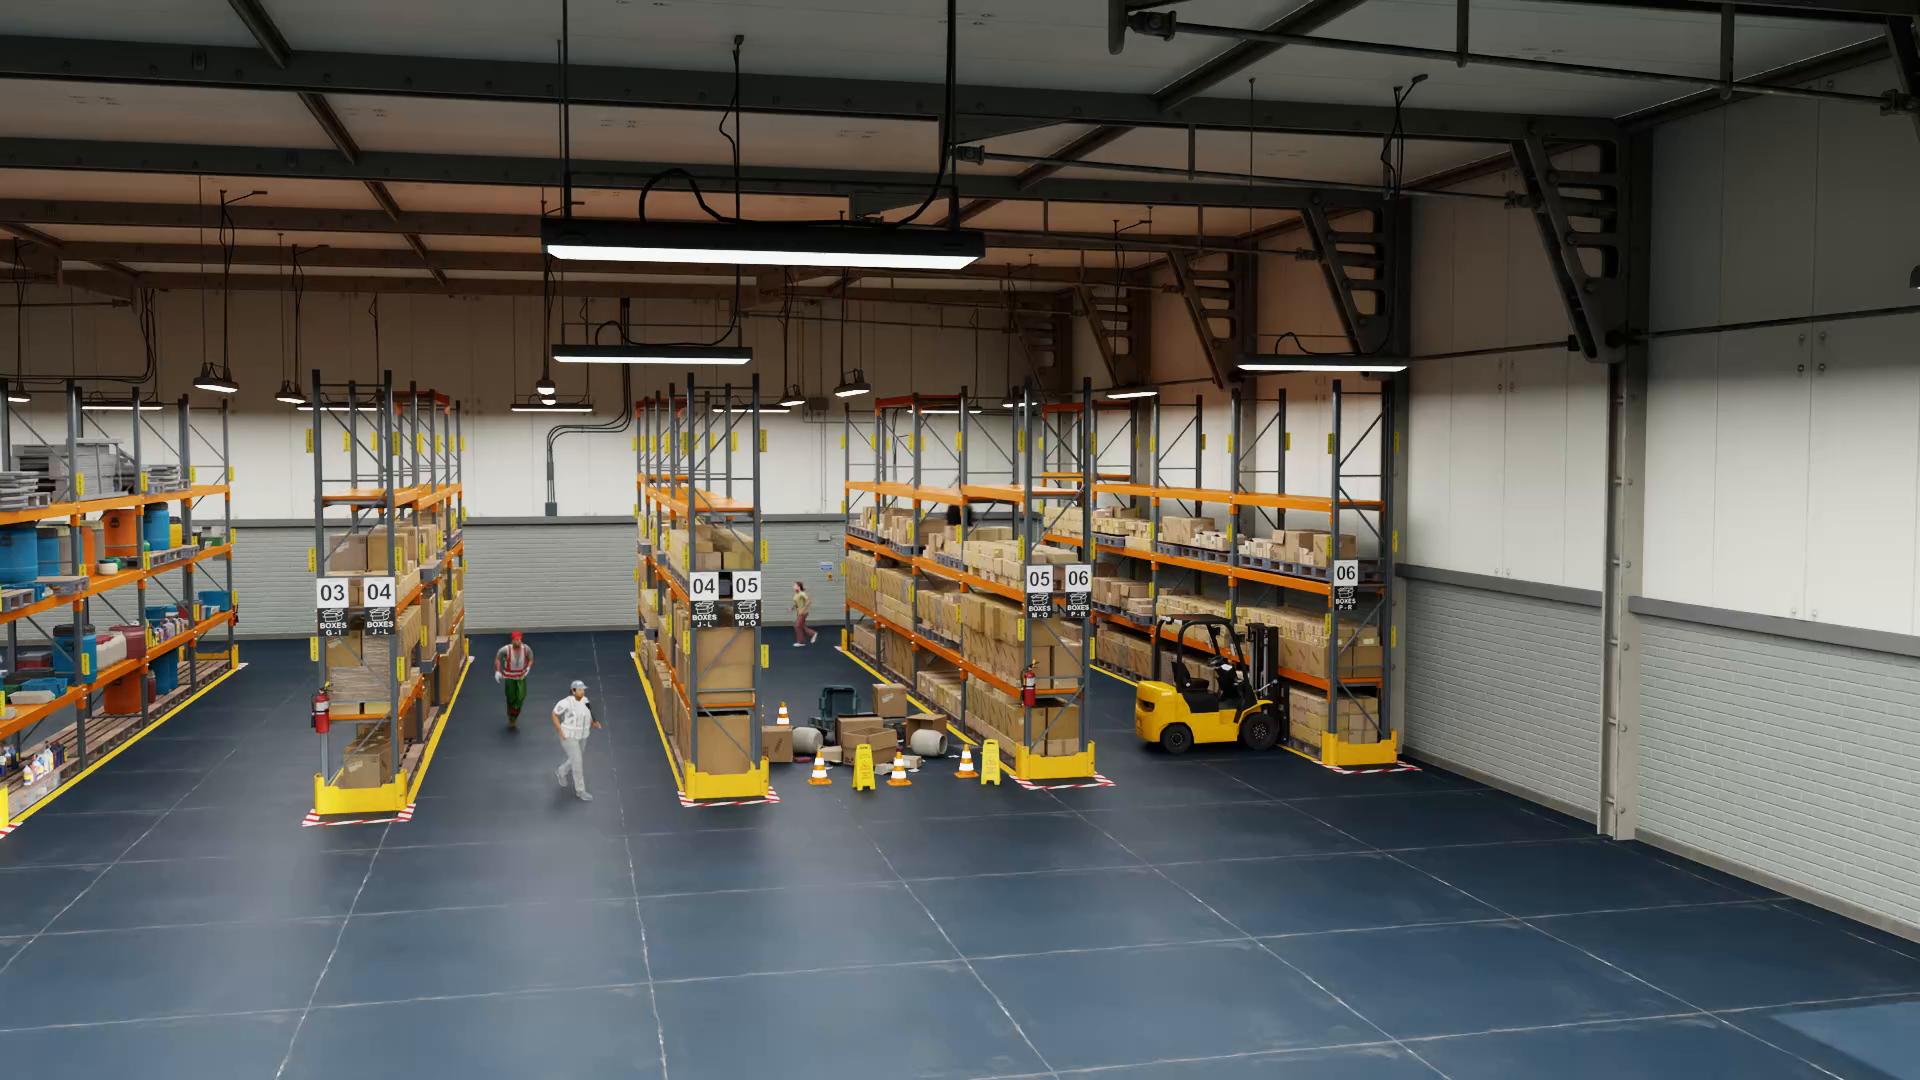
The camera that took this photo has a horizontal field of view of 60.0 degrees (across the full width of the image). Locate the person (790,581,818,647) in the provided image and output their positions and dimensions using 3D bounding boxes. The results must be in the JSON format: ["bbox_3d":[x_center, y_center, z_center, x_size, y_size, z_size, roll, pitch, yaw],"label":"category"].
[{"bbox_3d":[-3.854,1.826,41.236,0.720,1.618,0.576,-1,4,-24],"label":"person"}]

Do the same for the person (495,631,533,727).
[{"bbox_3d":[-7.875,2.449,29.410,0.647,1.709,0.710,-2,4,-30],"label":"person"}]

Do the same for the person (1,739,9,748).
[{"bbox_3d":[-15.157,2.630,25.942,0.605,1.757,0.730,-3,4,-38],"label":"person"}]

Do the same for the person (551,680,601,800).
[{"bbox_3d":[-5.523,2.819,23.677,0.913,1.670,0.582,2,4,36],"label":"person"}]
